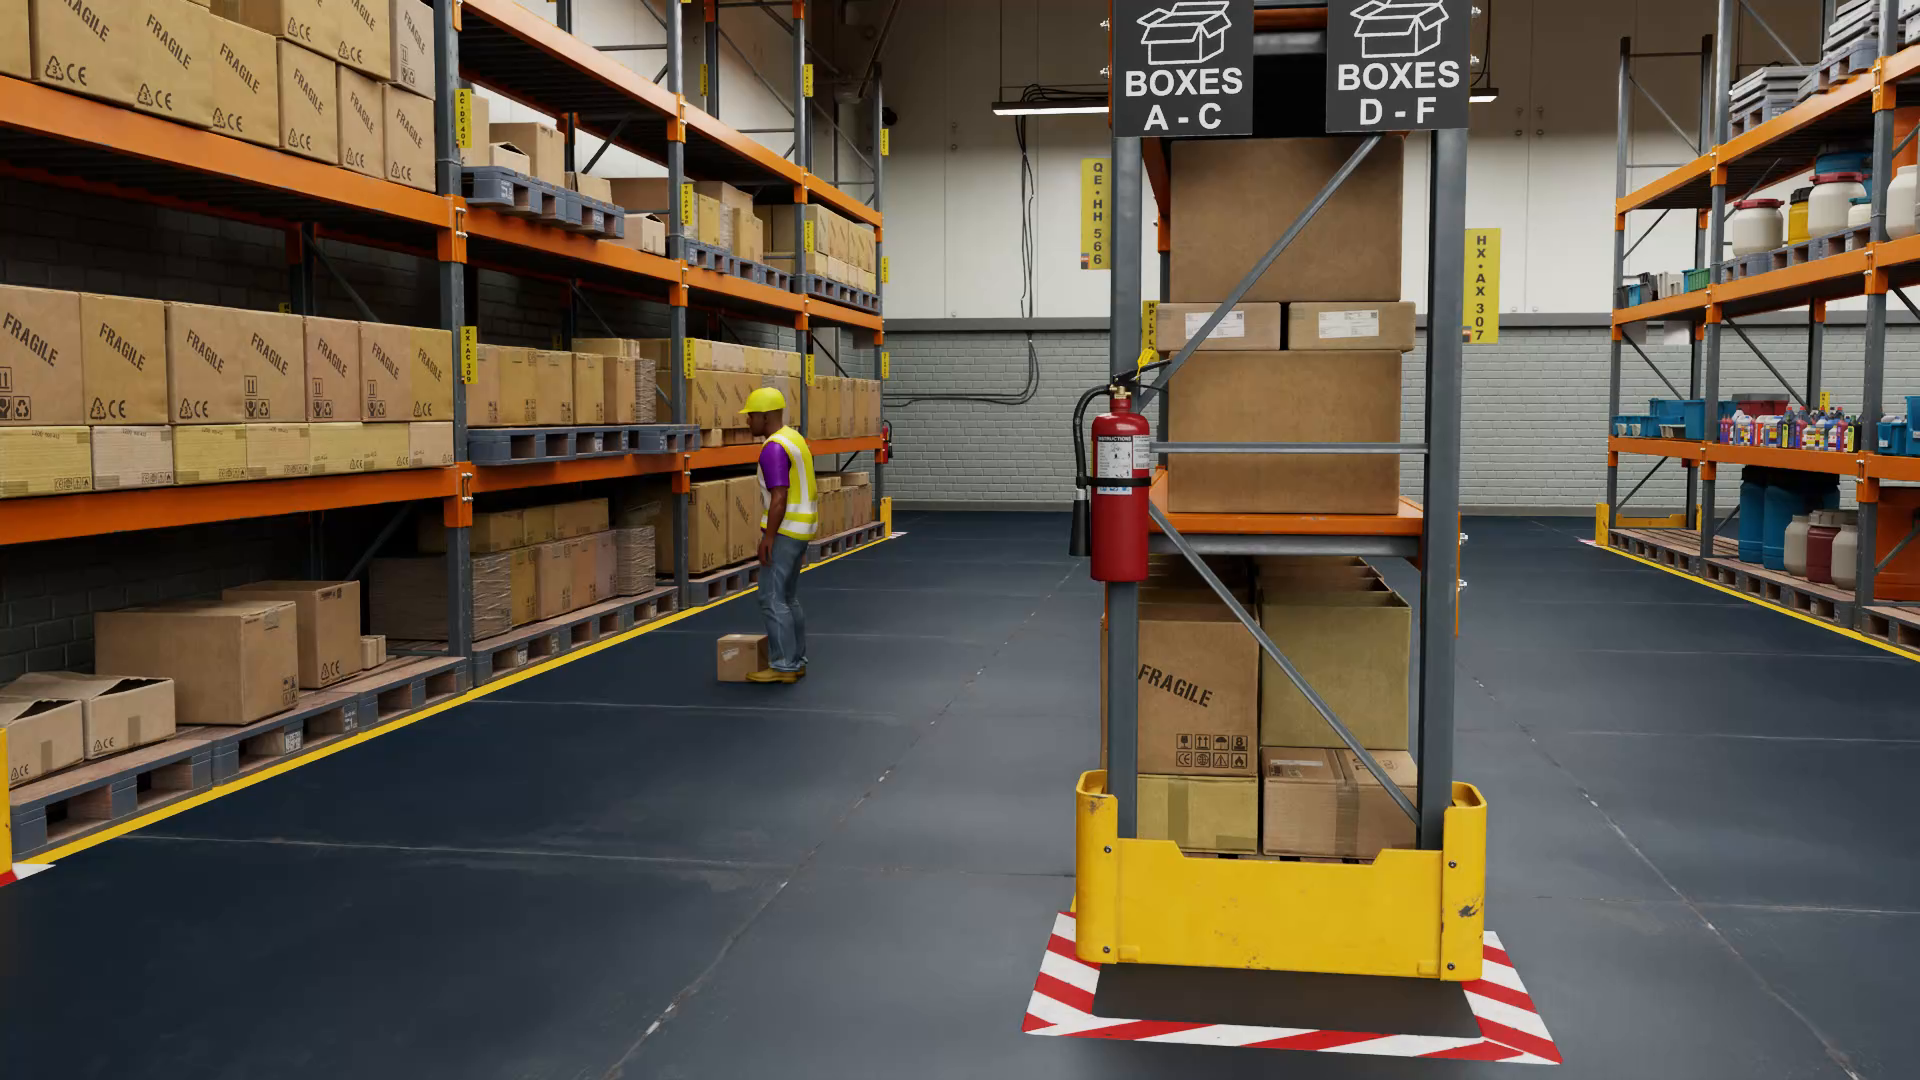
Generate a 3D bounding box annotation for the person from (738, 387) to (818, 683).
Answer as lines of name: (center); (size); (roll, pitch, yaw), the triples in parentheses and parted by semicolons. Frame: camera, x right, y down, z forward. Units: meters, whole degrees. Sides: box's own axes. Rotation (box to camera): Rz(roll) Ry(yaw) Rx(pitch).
person: (-1.090, -0.034, 9.981); (0.461, 1.759, 0.628); (1, 4, 7)
